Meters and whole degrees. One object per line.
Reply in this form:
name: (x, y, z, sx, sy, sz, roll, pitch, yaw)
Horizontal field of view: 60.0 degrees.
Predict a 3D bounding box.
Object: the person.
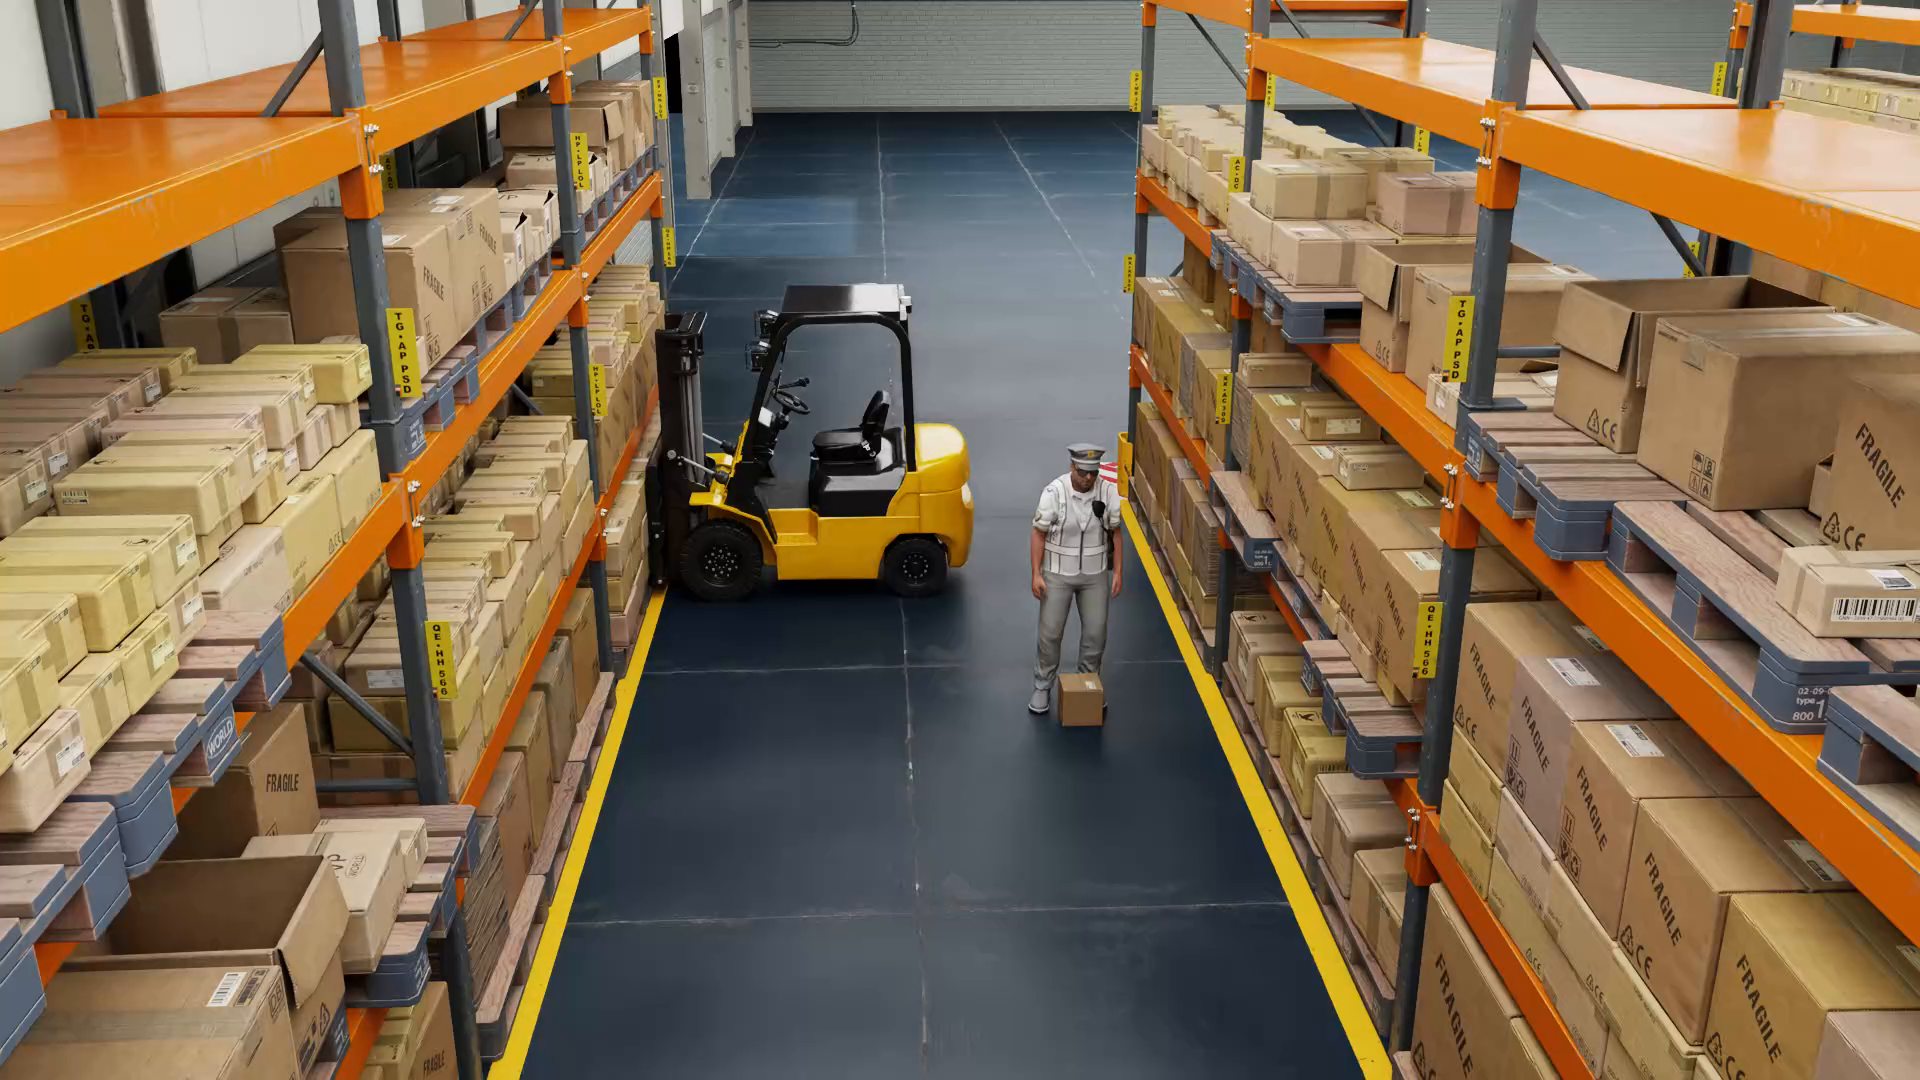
person: (0.728, 0.209, 10.494, 0.608, 1.750, 0.433, -3, 20, -7)
